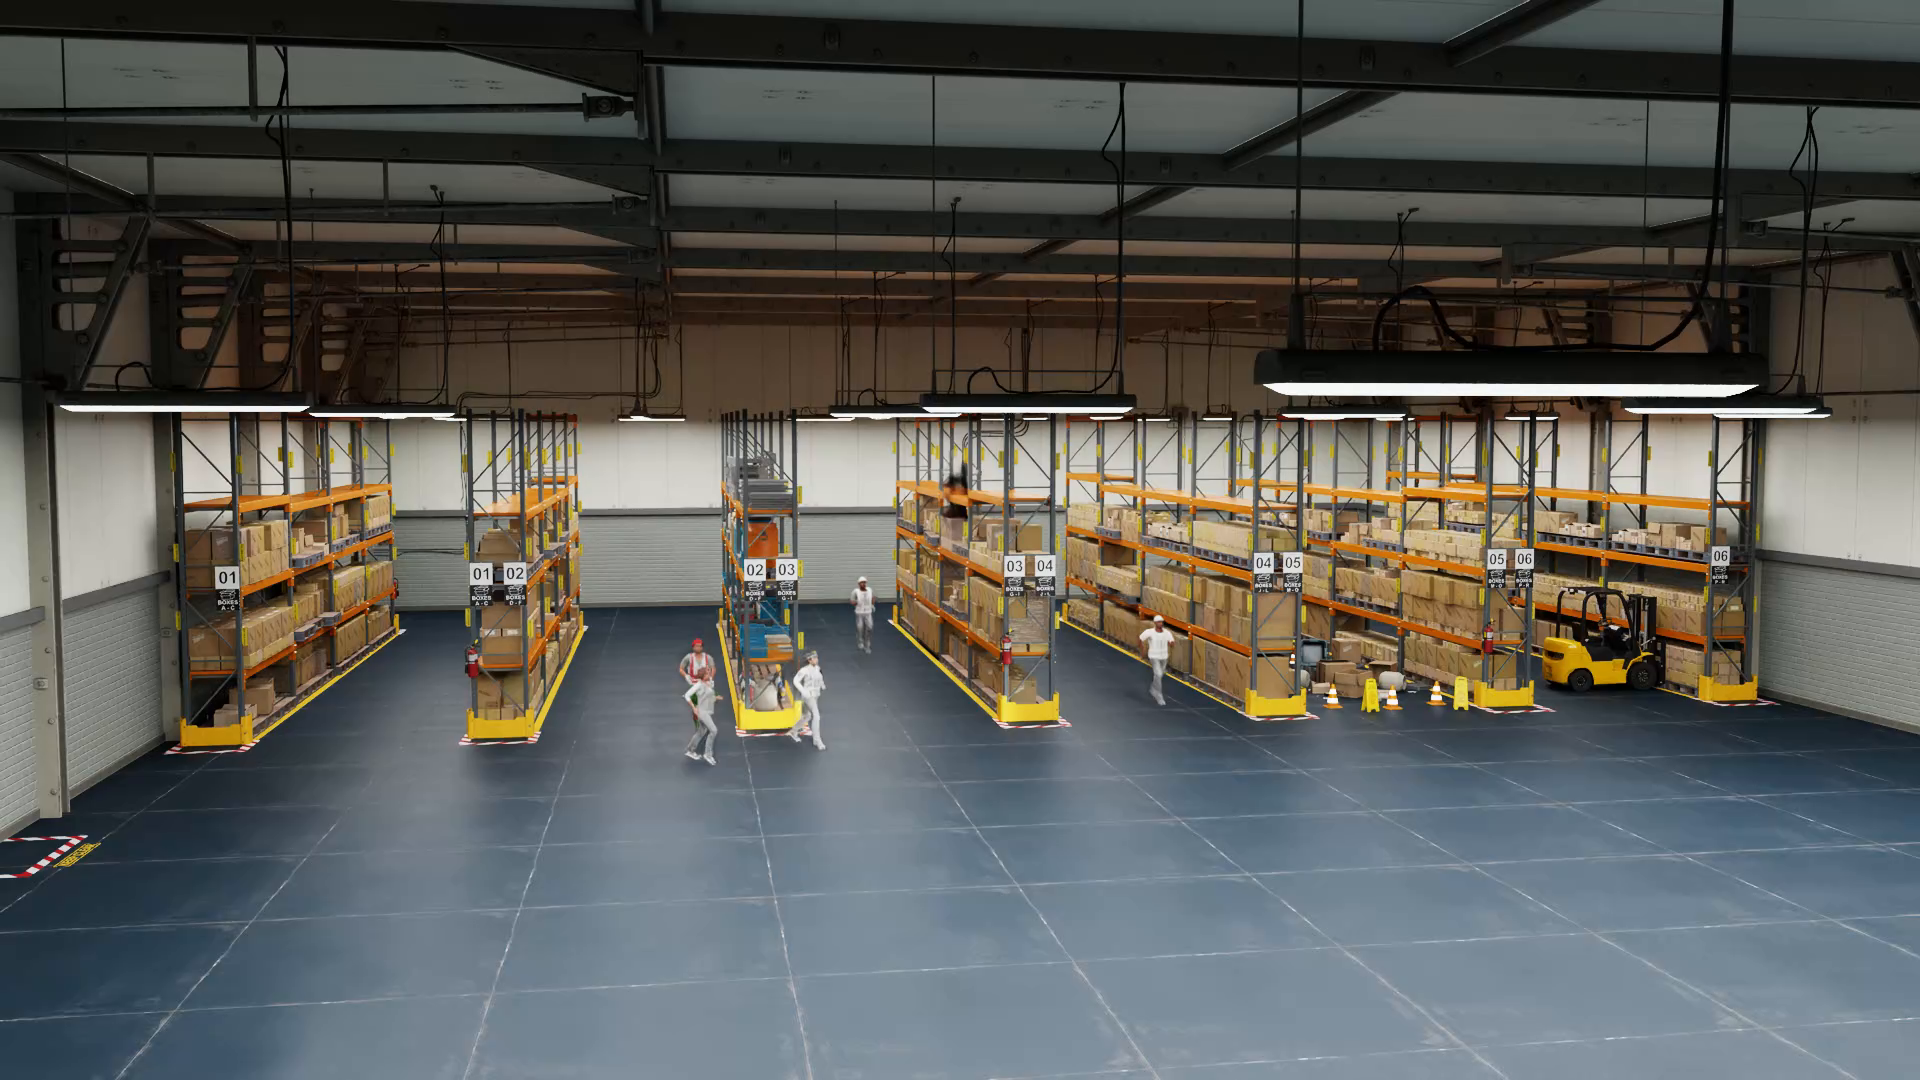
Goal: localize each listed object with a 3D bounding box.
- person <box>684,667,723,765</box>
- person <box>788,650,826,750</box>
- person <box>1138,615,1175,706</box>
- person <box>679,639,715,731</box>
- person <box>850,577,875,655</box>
[{"bbox_3d":[-4.320,2.965,28.042,0.710,1.641,0.505,1,4,13],"label":"person"},{"bbox_3d":[-2.668,2.811,29.514,0.790,1.740,0.601,2,4,27],"label":"person"},{"bbox_3d":[4.073,2.441,34.144,0.682,1.803,0.879,-2,4,-22],"label":"person"},{"bbox_3d":[-4.875,2.705,30.969,0.691,1.744,0.577,-1,4,-19],"label":"person"},{"bbox_3d":[-2.298,1.808,39.794,0.653,1.864,0.711,-1,4,-16],"label":"person"}]
